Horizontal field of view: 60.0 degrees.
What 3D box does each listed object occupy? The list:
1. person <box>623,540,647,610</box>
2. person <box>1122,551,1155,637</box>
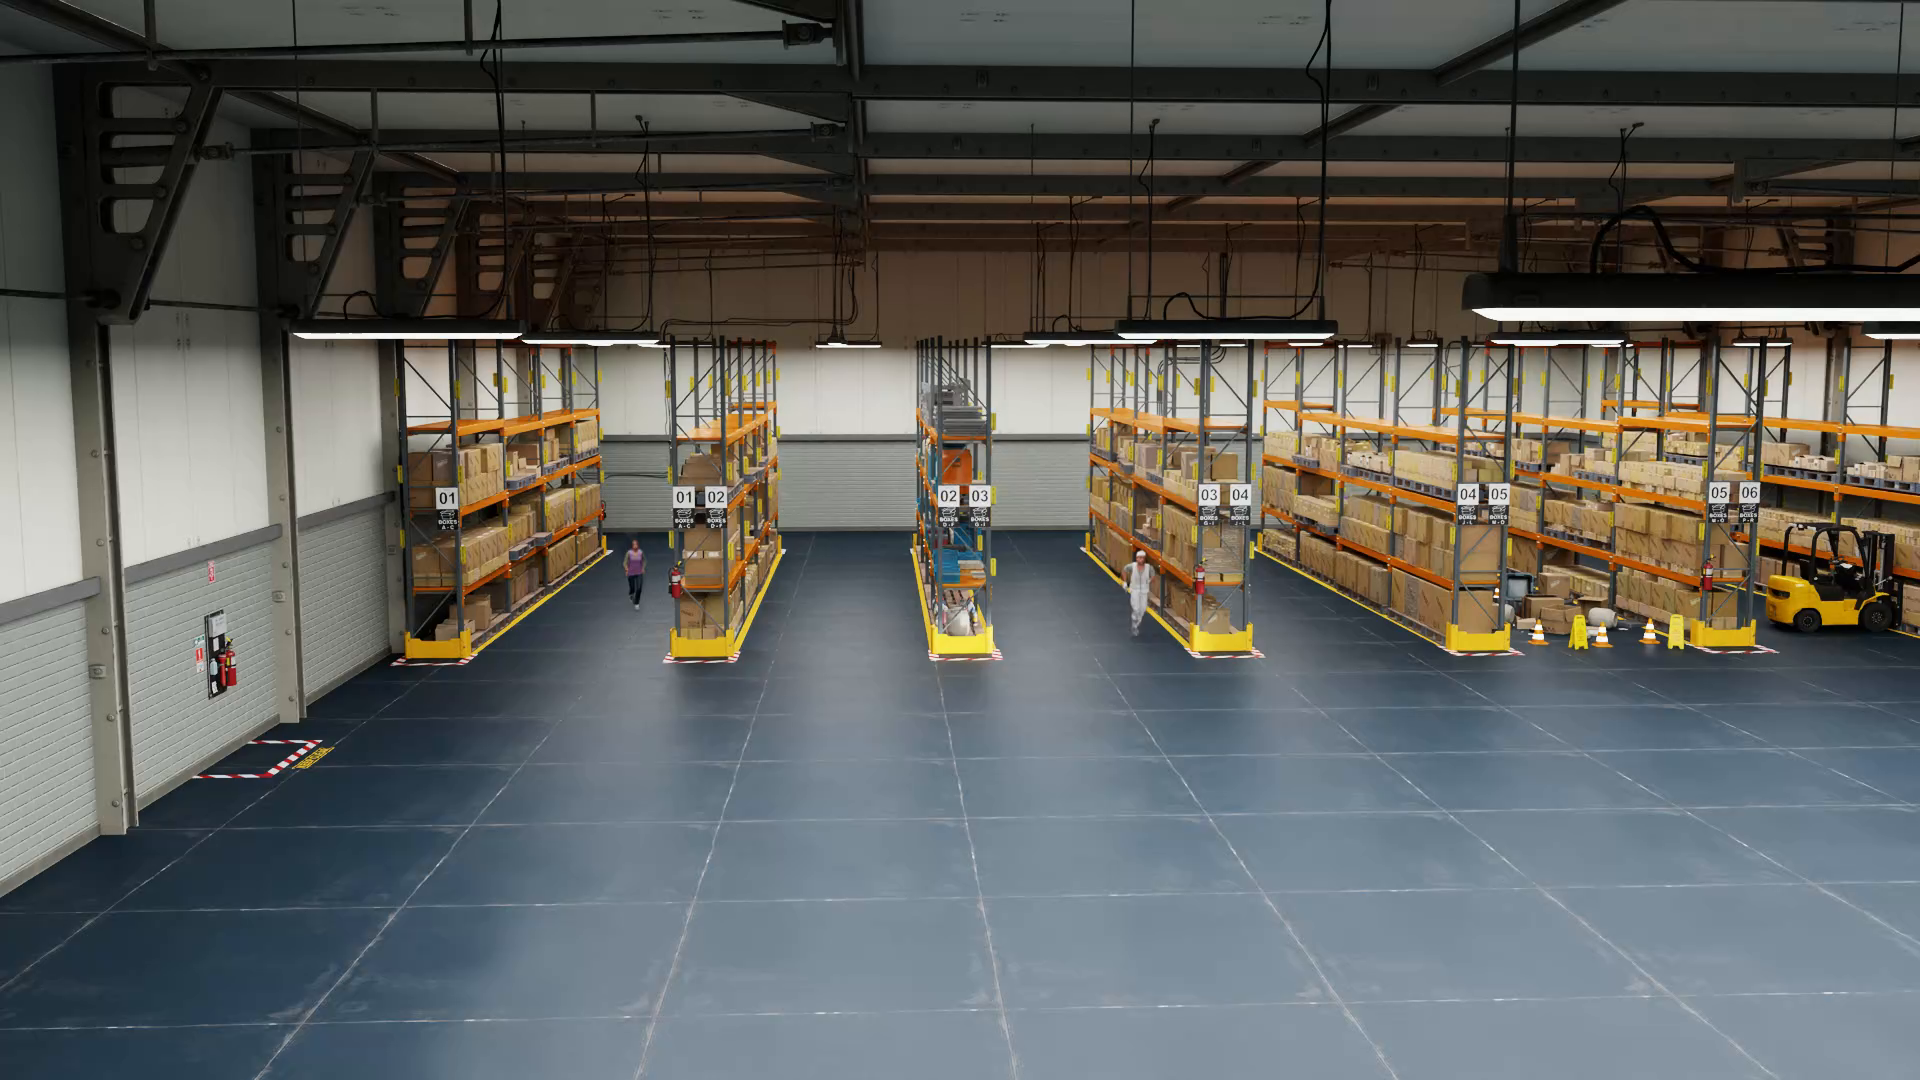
[{"bbox_3d":[-7.233,0.761,37.046,0.522,1.548,0.555,-2,7,-18],"label":"person"},{"bbox_3d":[3.590,1.068,33.264,0.610,1.745,0.819,-1,7,-9],"label":"person"}]
